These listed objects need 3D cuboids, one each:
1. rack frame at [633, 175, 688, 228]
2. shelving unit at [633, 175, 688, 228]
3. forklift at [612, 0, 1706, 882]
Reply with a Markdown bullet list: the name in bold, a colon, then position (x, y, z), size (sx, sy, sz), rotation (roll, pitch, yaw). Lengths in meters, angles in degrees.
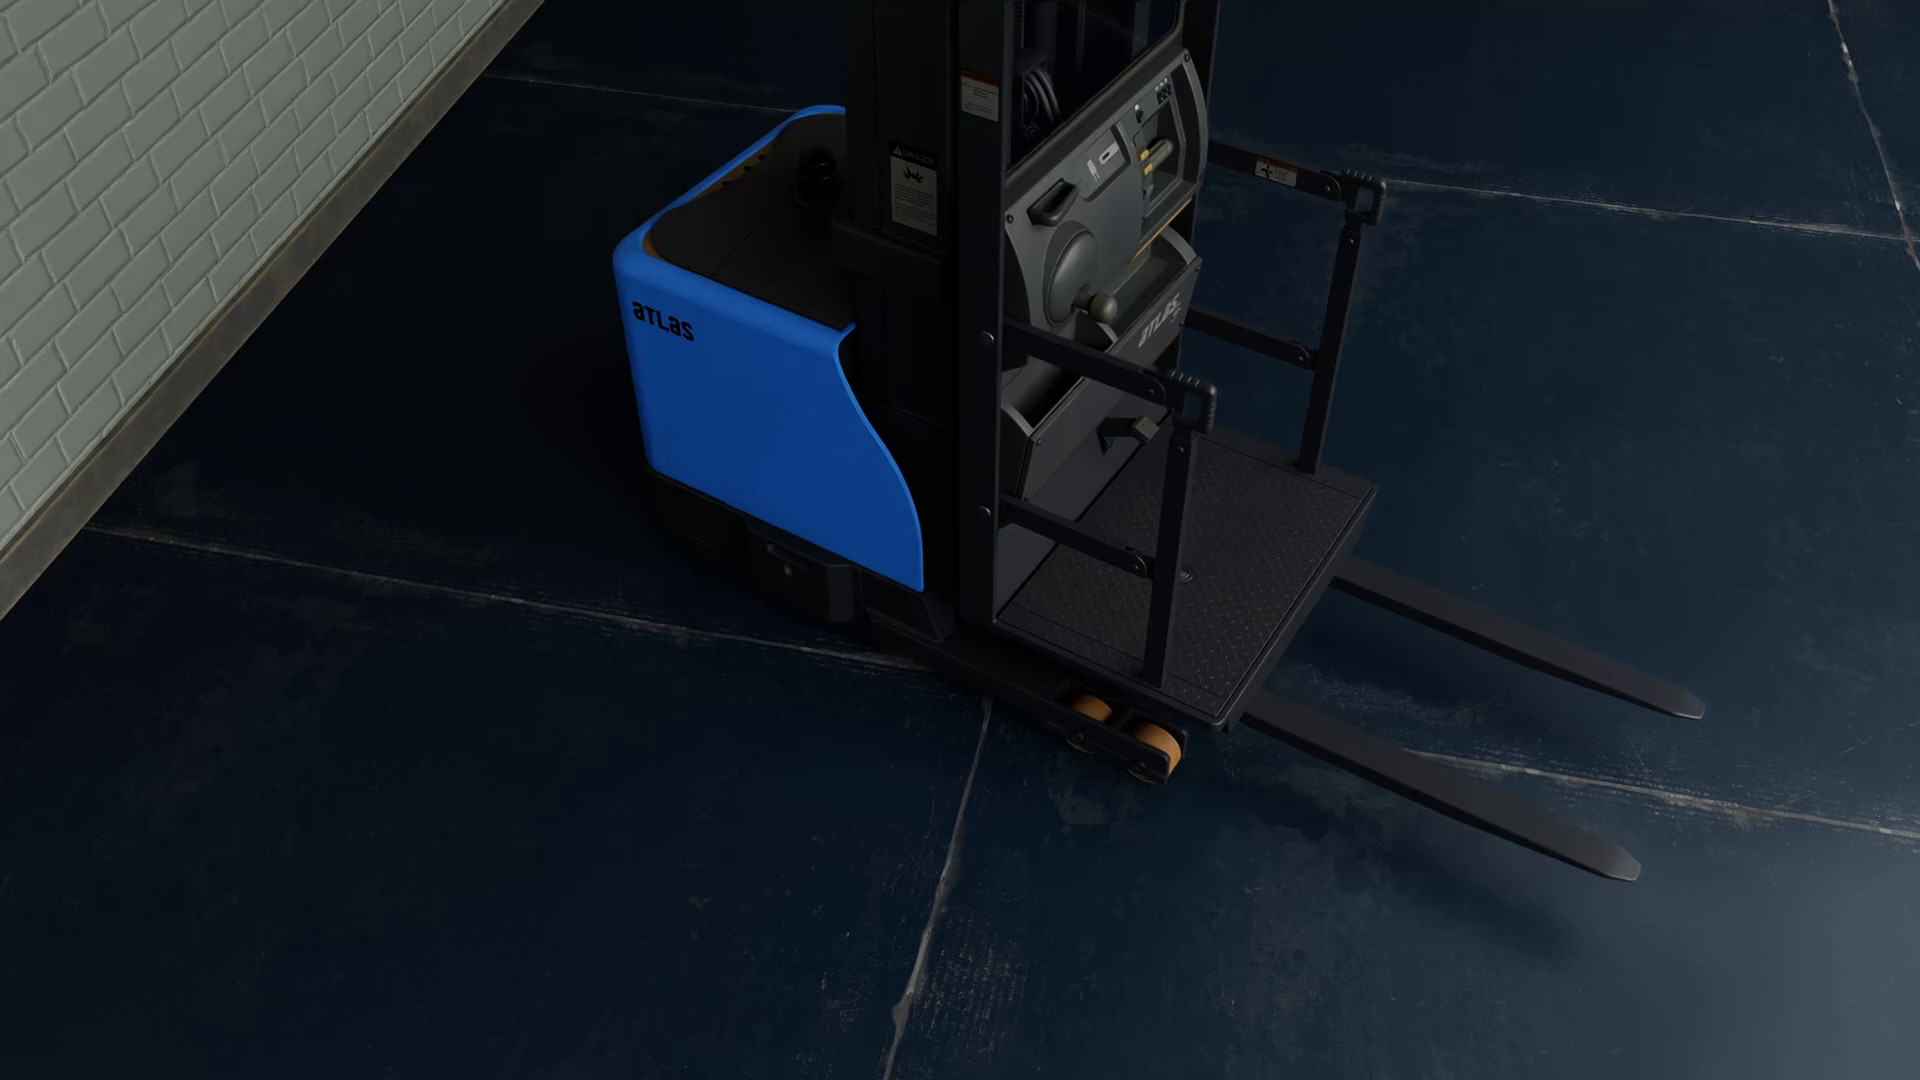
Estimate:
- **rack frame**: position (-0.910, -0.728, 5.357), size (0.006, 0.900, 0.240), rotation (24, 49, 23)
- **shelving unit**: position (-0.824, -0.690, 5.318), size (0.210, 0.900, 0.258), rotation (24, 49, 23)
- **forklift**: position (0.547, -0.816, 3.985), size (3.031, 2.935, 1.130), rotation (24, 49, 23)
